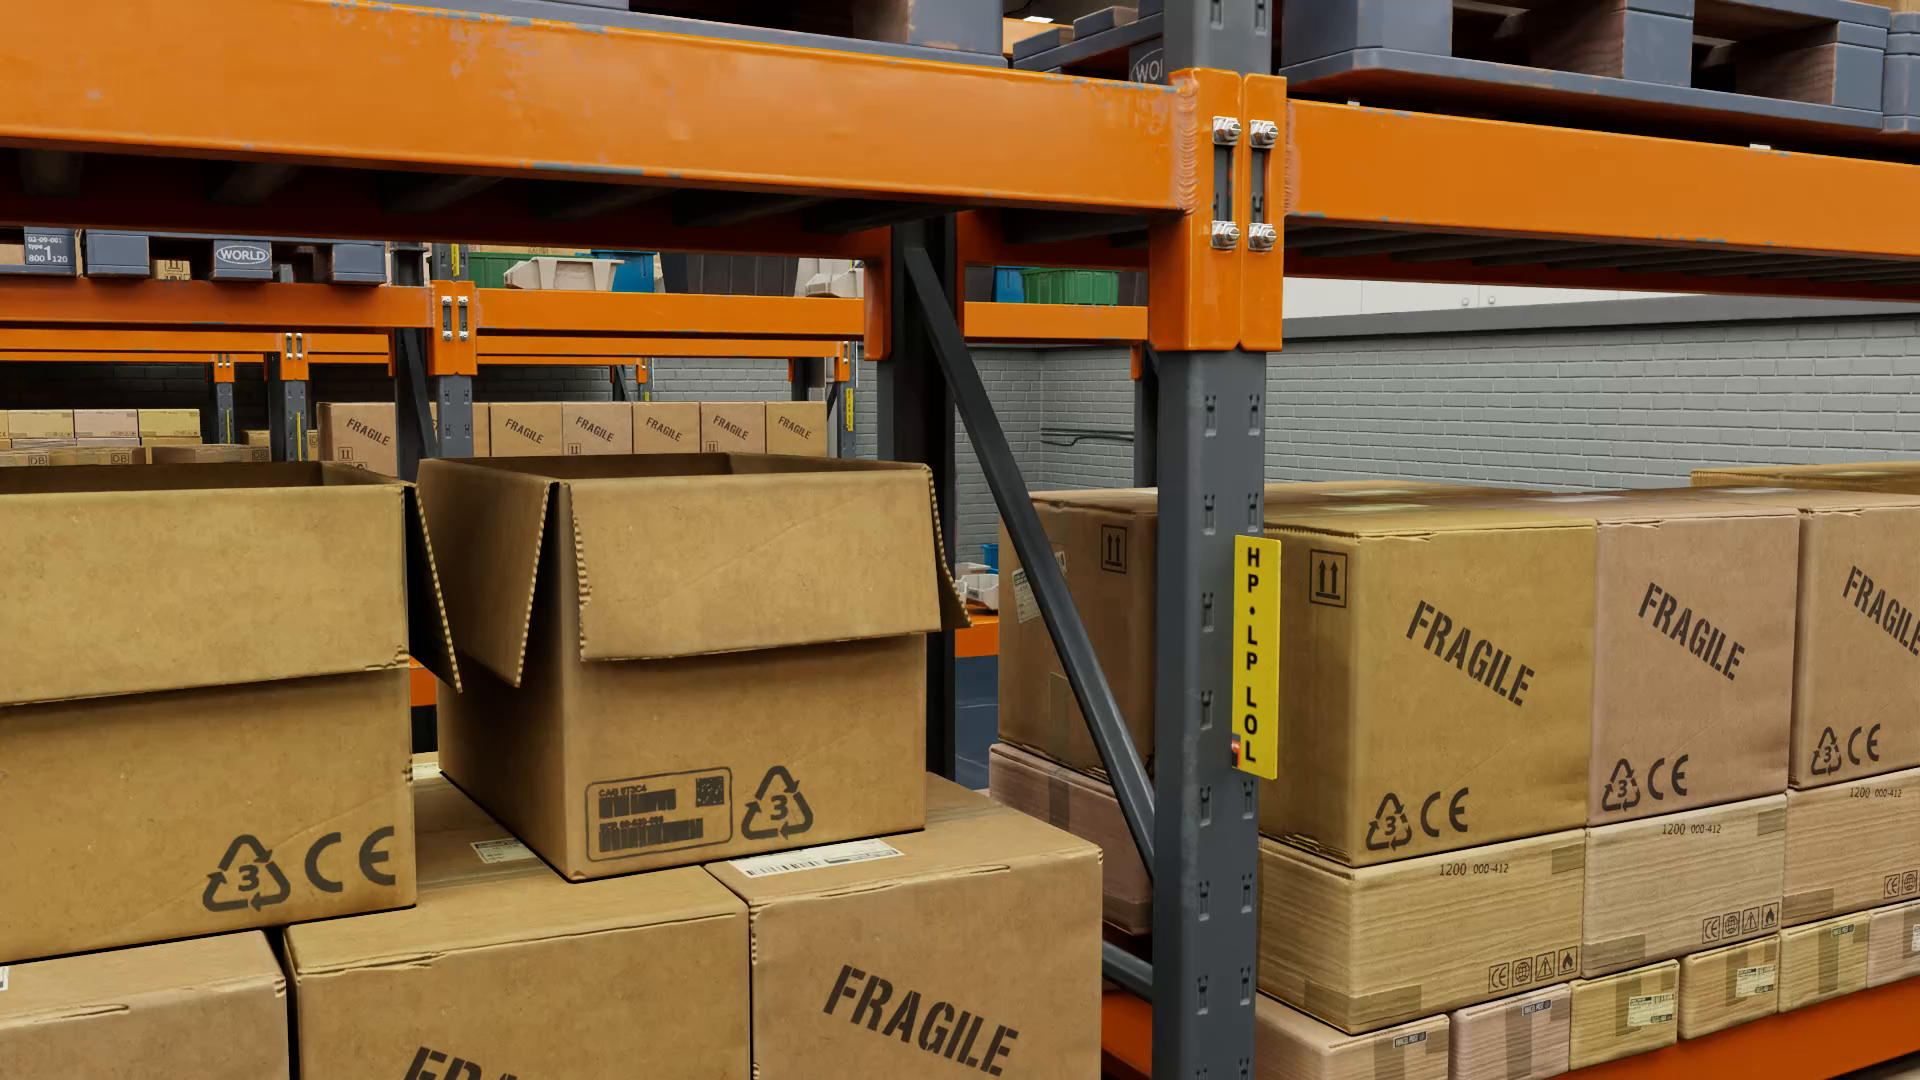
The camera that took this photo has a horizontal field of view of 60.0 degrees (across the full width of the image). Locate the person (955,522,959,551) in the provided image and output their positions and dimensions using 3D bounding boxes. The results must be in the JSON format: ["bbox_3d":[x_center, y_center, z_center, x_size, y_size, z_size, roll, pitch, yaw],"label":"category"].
[{"bbox_3d":[-0.290,-0.039,17.942,0.984,1.527,0.449,2,6,20],"label":"person"}]
